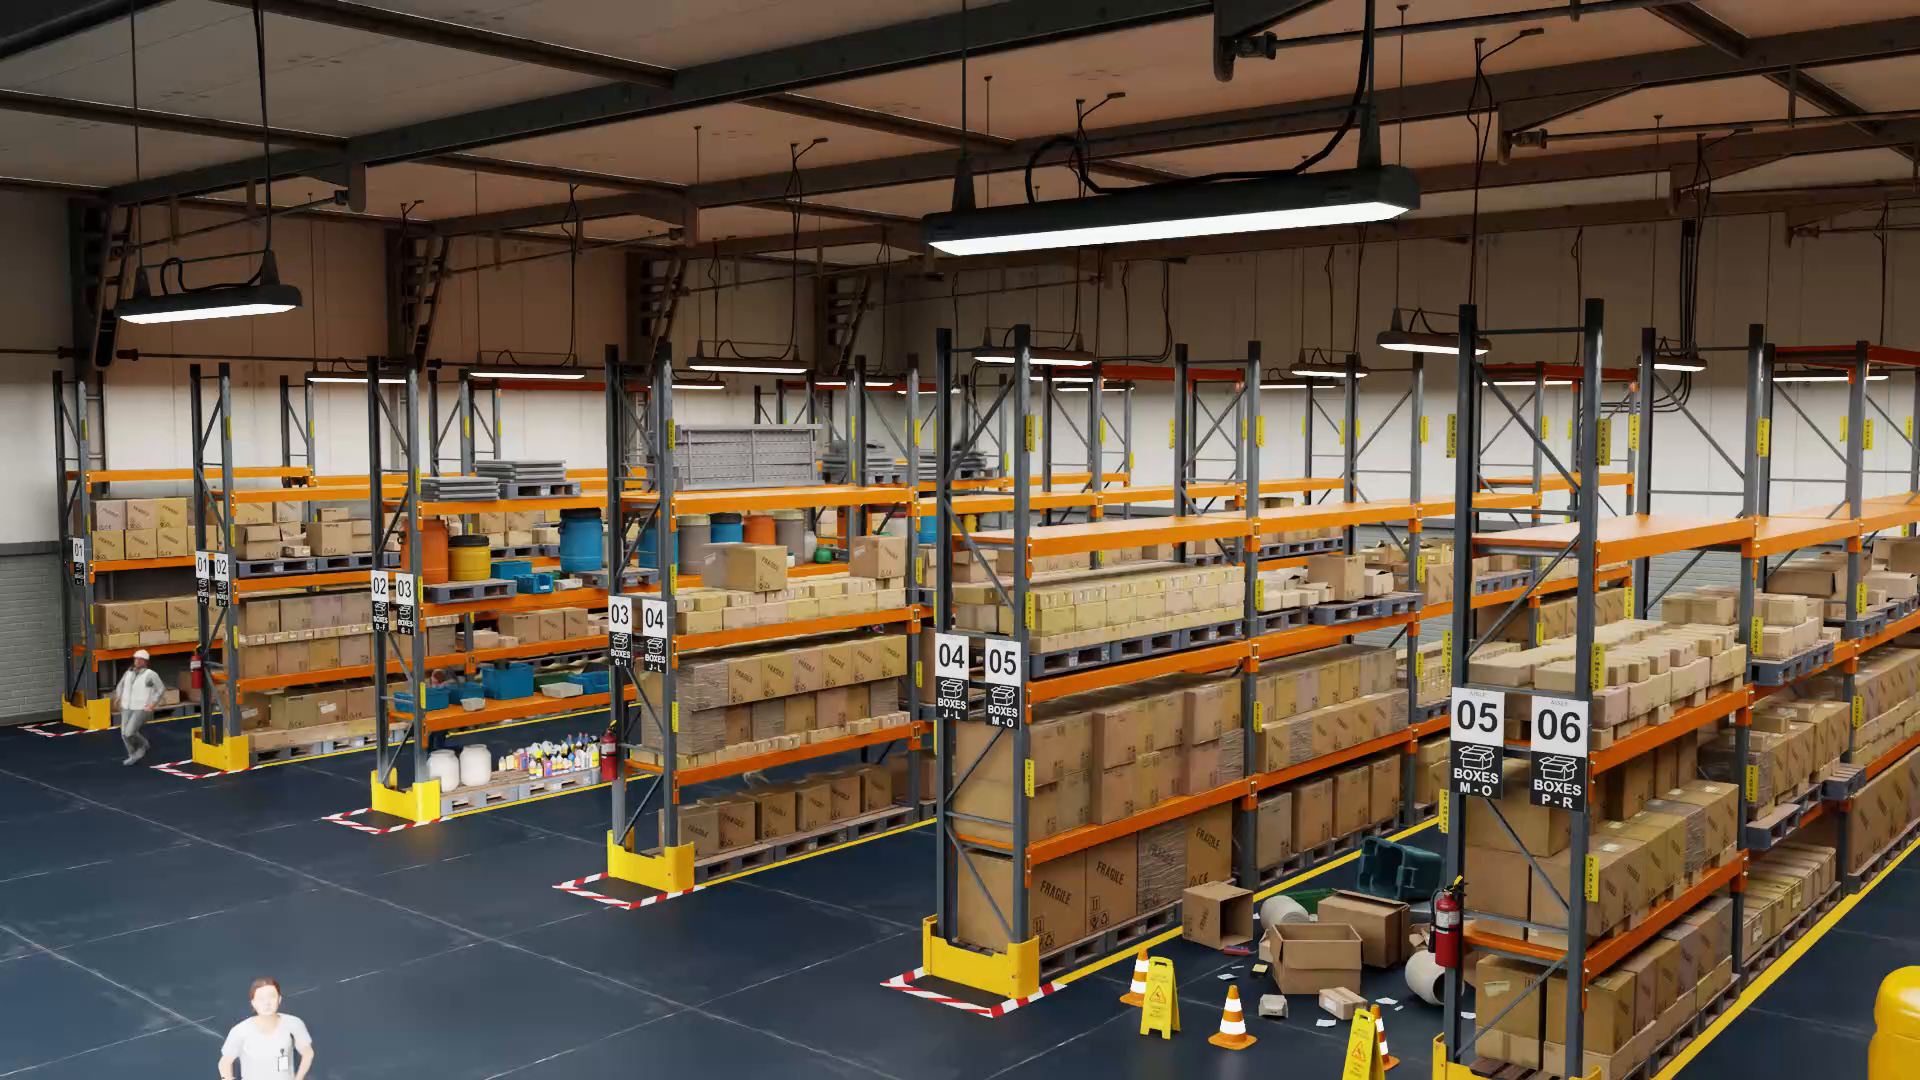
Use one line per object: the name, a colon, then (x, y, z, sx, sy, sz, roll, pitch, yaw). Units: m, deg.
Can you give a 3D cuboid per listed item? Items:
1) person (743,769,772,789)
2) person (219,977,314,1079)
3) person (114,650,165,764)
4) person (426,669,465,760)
person: (-2.714, 2.710, 21.840, 0.669, 1.737, 0.589, 3, 5, 38)
person: (-4.422, 3.591, 10.634, 0.565, 1.626, 0.573, -2, 5, -27)
person: (-12.328, 2.515, 24.894, 0.728, 1.718, 0.498, 1, 4, 10)
person: (-7.517, 2.640, 24.152, 0.569, 1.566, 0.738, 4, 6, 42)
